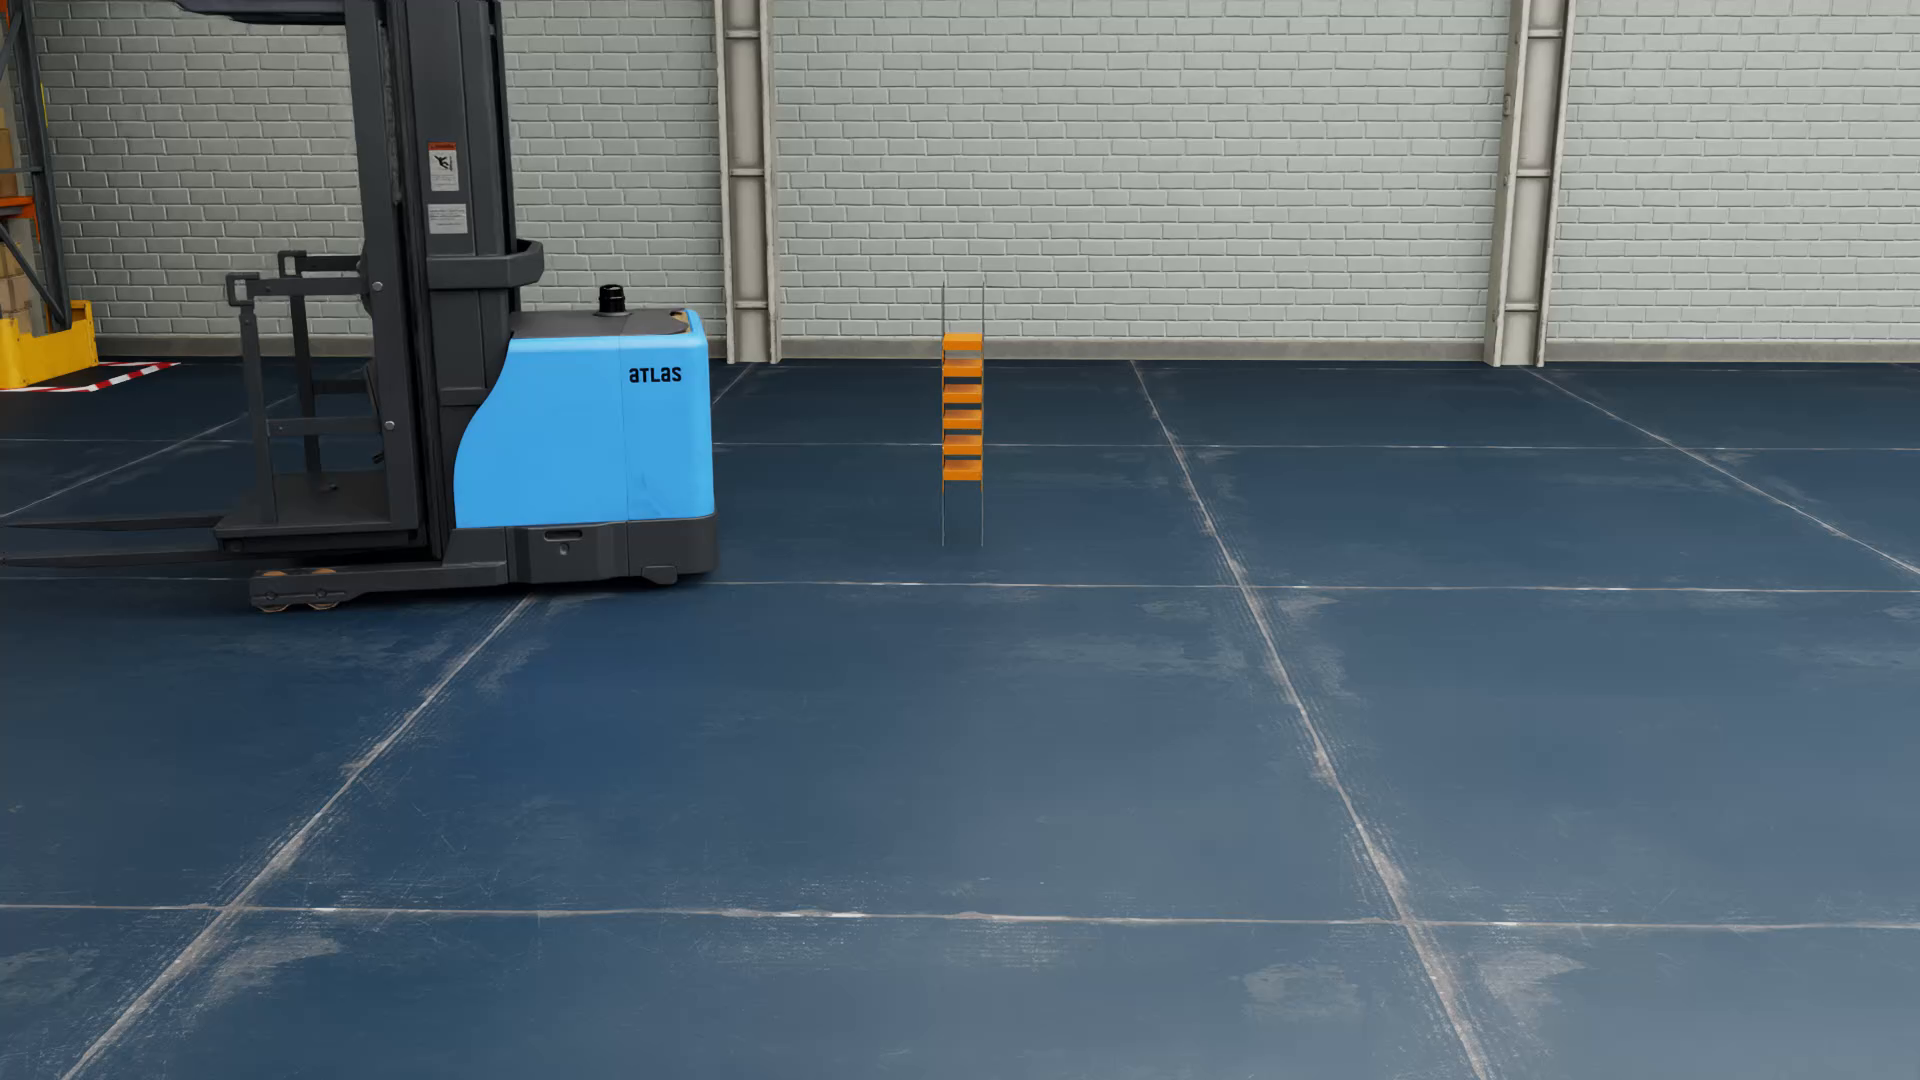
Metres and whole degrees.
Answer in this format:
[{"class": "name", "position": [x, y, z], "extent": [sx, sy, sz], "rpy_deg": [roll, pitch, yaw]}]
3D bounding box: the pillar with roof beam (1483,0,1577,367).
[{"class": "pillar with roof beam", "position": [4.251, -4.646, 7.809], "extent": [0.400, 9.000, 9.100], "rpy_deg": [0, 15, 1]}]

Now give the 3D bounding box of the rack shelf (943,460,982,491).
[{"class": "rack shelf", "position": [0.014, -0.305, 7.759], "extent": [0.180, 0.103, 0.258], "rpy_deg": [0, 15, 1]}]

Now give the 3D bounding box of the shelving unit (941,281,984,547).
[{"class": "shelving unit", "position": [0.014, -0.580, 7.687], "extent": [0.189, 1.200, 0.258], "rpy_deg": [0, 15, 1]}]

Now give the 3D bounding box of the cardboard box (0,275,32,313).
[{"class": "cardboard box", "position": [-7.427, -1.858, 12.589], "extent": [0.500, 0.250, 0.500], "rpy_deg": [1, 15, 2]}]

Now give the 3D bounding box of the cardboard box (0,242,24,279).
[{"class": "cardboard box", "position": [-7.438, -2.095, 12.508], "extent": [0.500, 0.250, 0.500], "rpy_deg": [0, 15, 1]}]

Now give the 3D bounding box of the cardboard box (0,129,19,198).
[{"class": "cardboard box", "position": [-7.450, -2.809, 12.411], "extent": [0.500, 0.500, 0.500], "rpy_deg": [1, 15, 3]}]

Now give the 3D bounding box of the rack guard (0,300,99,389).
[{"class": "rack guard", "position": [-6.938, -1.478, 12.462], "extent": [0.348, 0.500, 1.175], "rpy_deg": [0, 15, 1]}]

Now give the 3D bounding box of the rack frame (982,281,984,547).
[{"class": "rack frame", "position": [0.106, -0.579, 7.684], "extent": [0.006, 1.200, 0.240], "rpy_deg": [0, 15, 1]}]

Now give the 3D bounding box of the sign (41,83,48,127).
[{"class": "sign", "position": [-6.942, -3.285, 12.559], "extent": [0.005, 0.325, 0.100], "rpy_deg": [0, 15, 1]}]

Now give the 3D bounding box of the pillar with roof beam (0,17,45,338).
[{"class": "pillar with roof beam", "position": [-7.745, -4.724, 8.105], "extent": [0.400, 9.000, 9.100], "rpy_deg": [0, 15, 1]}]

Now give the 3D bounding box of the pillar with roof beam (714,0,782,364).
[{"class": "pillar with roof beam", "position": [-1.747, -4.685, 7.957], "extent": [0.400, 9.000, 9.100], "rpy_deg": [0, 15, 1]}]

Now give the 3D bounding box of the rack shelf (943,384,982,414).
[{"class": "rack shelf", "position": [0.014, -0.653, 7.667], "extent": [0.180, 0.103, 0.258], "rpy_deg": [0, 15, 1]}]

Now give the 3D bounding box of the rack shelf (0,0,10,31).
[{"class": "rack shelf", "position": [-8.961, -3.802, 11.902], "extent": [4.000, 0.370, 1.077], "rpy_deg": [0, 15, 1]}]

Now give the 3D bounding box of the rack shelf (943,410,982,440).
[{"class": "rack shelf", "position": [0.014, -0.537, 7.698], "extent": [0.180, 0.103, 0.258], "rpy_deg": [0, 15, 1]}]

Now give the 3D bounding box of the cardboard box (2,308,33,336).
[{"class": "cardboard box", "position": [-7.448, -1.613, 12.642], "extent": [0.500, 0.250, 0.500], "rpy_deg": [0, 15, 2]}]

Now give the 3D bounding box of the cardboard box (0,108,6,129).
[{"class": "cardboard box", "position": [-7.295, -3.117, 12.307], "extent": [0.250, 0.149, 0.380], "rpy_deg": [0, 15, 0]}]

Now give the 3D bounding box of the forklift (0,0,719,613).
[{"class": "forklift", "position": [-2.601, -1.270, 6.908], "extent": [3.031, 2.935, 1.130], "rpy_deg": [-3, 15, -11]}]

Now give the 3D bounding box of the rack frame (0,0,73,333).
[{"class": "rack frame", "position": [-6.962, -2.687, 12.143], "extent": [0.127, 3.000, 1.000], "rpy_deg": [0, 15, 1]}]

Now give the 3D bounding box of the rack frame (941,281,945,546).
[{"class": "rack frame", "position": [-0.077, -0.581, 7.689], "extent": [0.006, 1.200, 0.240], "rpy_deg": [0, 15, 1]}]

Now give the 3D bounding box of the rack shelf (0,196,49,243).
[{"class": "rack shelf", "position": [-8.961, -2.352, 12.285], "extent": [4.000, 0.370, 1.077], "rpy_deg": [0, 15, 1]}]

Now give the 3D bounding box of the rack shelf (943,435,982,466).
[{"class": "rack shelf", "position": [0.014, -0.421, 7.729], "extent": [0.180, 0.103, 0.258], "rpy_deg": [0, 15, 1]}]

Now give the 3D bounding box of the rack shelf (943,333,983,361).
[{"class": "rack shelf", "position": [0.014, -0.885, 7.606], "extent": [0.180, 0.103, 0.258], "rpy_deg": [0, 15, 1]}]

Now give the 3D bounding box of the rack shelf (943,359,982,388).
[{"class": "rack shelf", "position": [0.014, -0.769, 7.637], "extent": [0.180, 0.103, 0.258], "rpy_deg": [0, 15, 1]}]
